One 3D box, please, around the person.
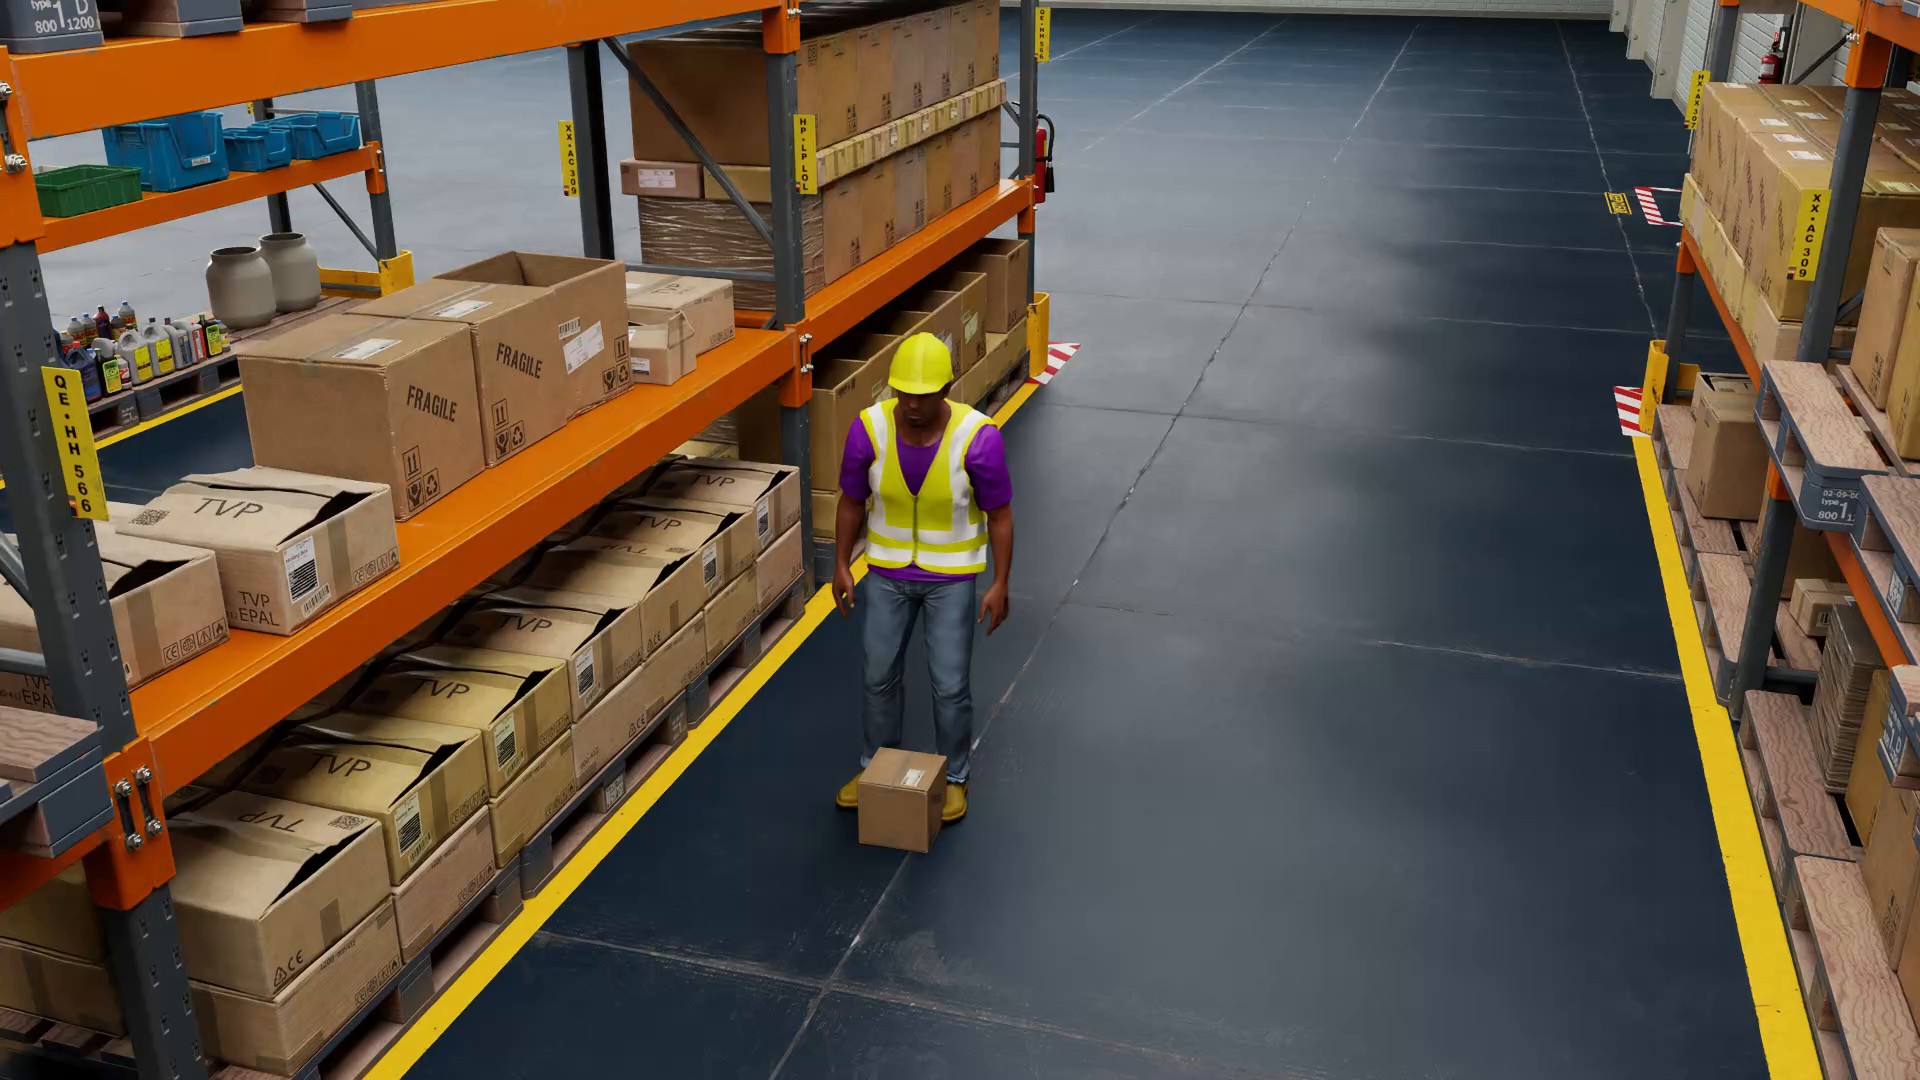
[{"bbox_3d":[-0.136,0.129,5.744,0.632,1.759,0.462,5,22,13],"label":"person"}]
